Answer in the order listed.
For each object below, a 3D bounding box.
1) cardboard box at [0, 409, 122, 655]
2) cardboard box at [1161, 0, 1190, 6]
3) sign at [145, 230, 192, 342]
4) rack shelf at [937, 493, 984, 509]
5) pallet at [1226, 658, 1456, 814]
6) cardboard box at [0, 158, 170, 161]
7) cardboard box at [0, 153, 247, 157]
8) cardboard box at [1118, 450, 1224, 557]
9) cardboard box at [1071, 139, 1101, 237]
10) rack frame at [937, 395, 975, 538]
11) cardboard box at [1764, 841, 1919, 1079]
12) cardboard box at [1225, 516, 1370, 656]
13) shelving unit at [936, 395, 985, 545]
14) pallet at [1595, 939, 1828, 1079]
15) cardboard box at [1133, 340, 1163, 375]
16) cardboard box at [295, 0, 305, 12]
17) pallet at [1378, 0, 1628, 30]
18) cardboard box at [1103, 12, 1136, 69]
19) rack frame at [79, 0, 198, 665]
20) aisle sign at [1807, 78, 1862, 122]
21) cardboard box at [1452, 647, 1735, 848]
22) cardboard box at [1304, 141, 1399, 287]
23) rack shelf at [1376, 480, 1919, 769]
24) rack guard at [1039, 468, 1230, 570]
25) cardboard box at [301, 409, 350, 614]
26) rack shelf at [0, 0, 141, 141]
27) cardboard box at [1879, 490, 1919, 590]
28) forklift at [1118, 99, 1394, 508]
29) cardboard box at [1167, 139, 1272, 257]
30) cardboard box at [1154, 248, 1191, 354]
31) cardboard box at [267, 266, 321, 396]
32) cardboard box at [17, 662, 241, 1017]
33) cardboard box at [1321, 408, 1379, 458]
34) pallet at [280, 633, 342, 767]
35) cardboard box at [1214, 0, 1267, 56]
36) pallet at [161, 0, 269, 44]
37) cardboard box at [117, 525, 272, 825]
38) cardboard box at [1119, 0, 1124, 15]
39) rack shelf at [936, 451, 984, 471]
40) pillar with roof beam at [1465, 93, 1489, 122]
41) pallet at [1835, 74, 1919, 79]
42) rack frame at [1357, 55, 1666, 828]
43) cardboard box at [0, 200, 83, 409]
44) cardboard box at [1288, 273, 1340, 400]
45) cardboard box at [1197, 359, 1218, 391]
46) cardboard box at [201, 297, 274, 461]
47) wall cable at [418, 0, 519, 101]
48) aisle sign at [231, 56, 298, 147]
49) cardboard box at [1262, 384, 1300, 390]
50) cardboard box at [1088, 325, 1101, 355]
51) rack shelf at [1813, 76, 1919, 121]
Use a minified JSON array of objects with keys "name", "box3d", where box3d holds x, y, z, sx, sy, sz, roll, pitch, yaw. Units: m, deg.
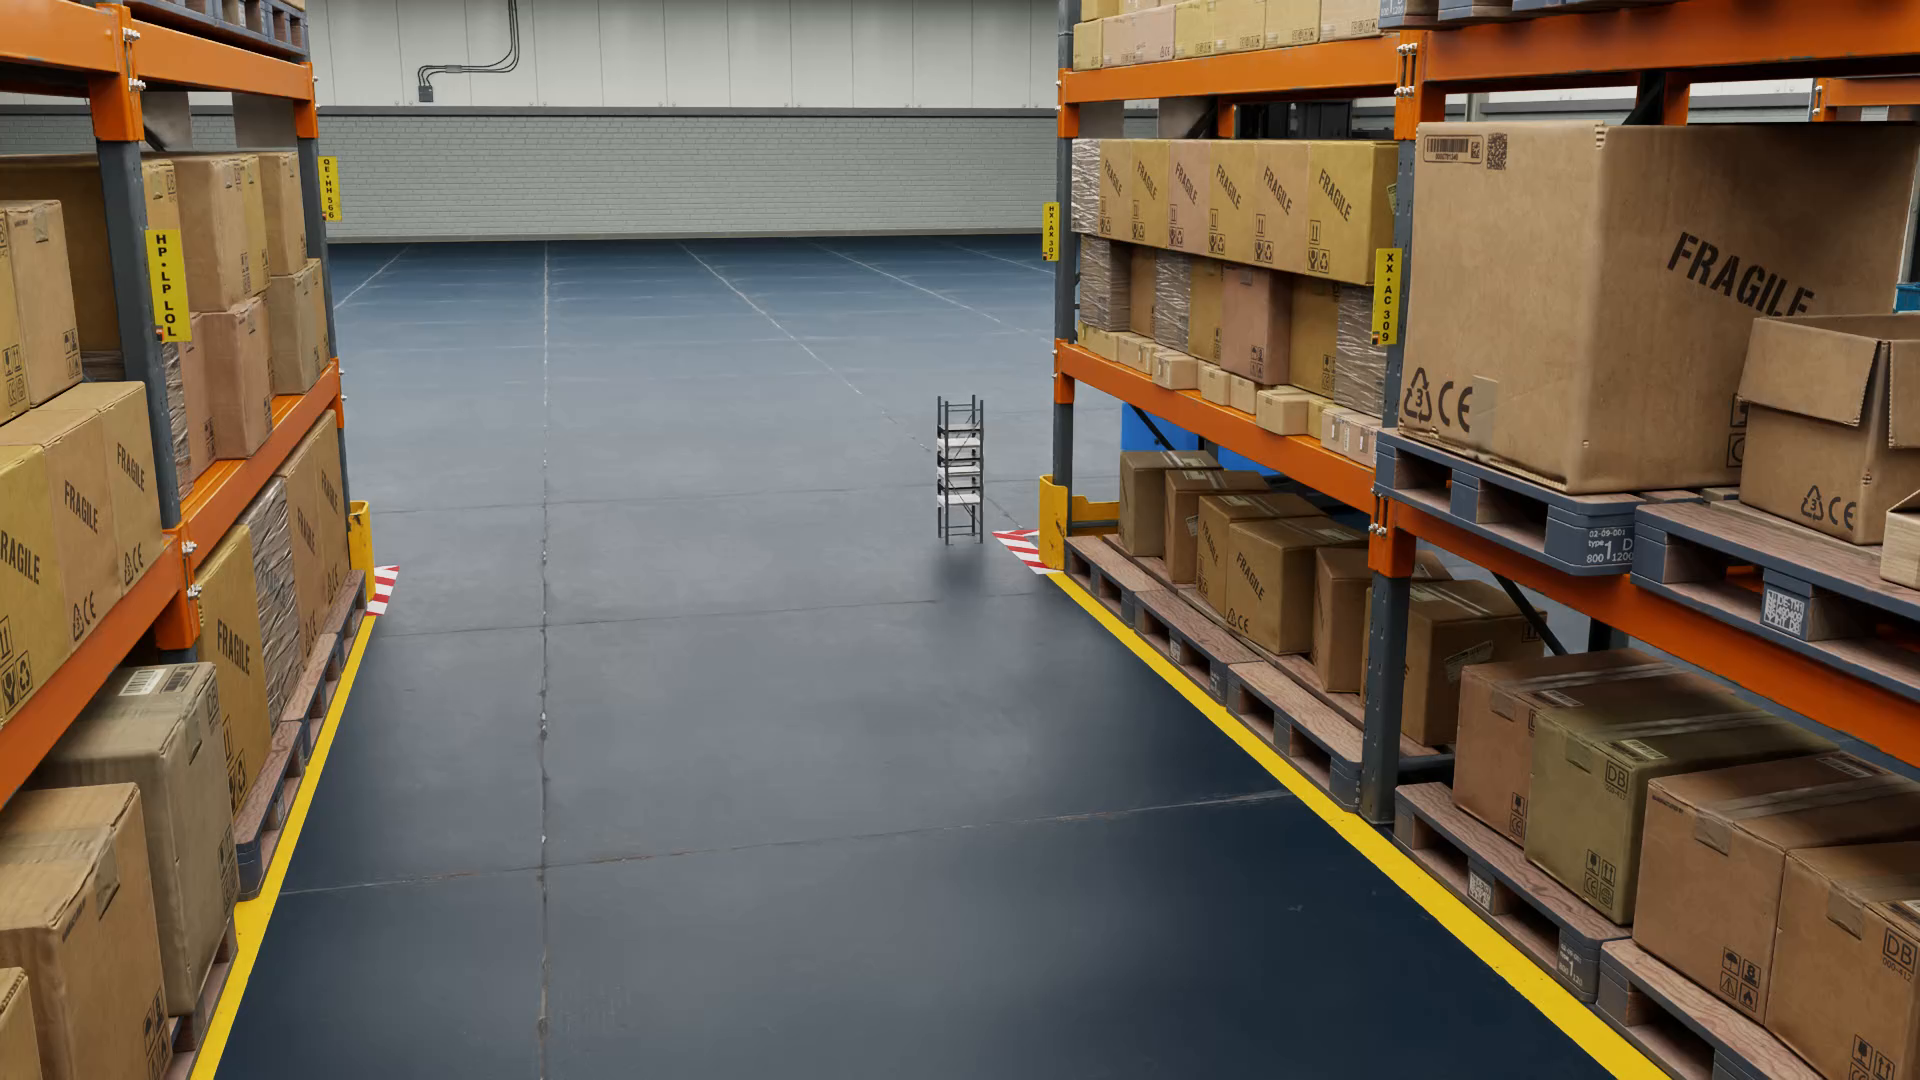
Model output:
[{"name":"cardboard box","box3d":[-2.356,-0.017,3.965,0.500,0.500,0.500,-3,14,-14]},{"name":"cardboard box","box3d":[1.161,-2.566,7.764,0.380,0.149,0.250,-4,14,-16]},{"name":"sign","box3d":[-2.332,-0.747,4.890,0.100,0.325,0.005,-3,14,-13]},{"name":"rack shelf","box3d":[0.002,-0.228,10.363,0.258,0.077,0.200,-3,14,-13]},{"name":"pallet","box3d":[1.796,0.758,6.879,1.003,0.211,1.213,-3,14,-13]},{"name":"cardboard box","box3d":[-3.152,-0.995,5.588,0.875,0.550,0.550,-3,14,-13]},{"name":"cardboard box","box3d":[-3.528,-1.364,7.099,0.875,0.550,0.550,-3,14,-13]},{"name":"cardboard box","box3d":[1.179,-0.211,9.352,0.500,0.500,0.500,-1,14,-3]},{"name":"cardboard box","box3d":[0.913,-1.903,8.951,0.500,0.500,0.500,-3,14,-13]},{"name":"rack frame","box3d":[-0.022,-0.459,10.409,0.240,0.900,0.006,-3,14,-13]},{"name":"cardboard box","box3d":[2.468,1.069,4.072,0.700,0.500,0.500,-2,14,-8]},{"name":"cardboard box","box3d":[1.569,0.202,7.663,0.500,0.500,0.500,-5,14,-18]},{"name":"shelving unit","box3d":[0.002,-0.435,10.313,0.258,0.900,0.210,-3,14,-13]},{"name":"pallet","box3d":[2.463,1.373,4.363,1.003,0.211,1.213,-3,14,-13]},{"name":"cardboard box","box3d":[1.099,-0.933,8.456,0.380,0.149,0.250,-3,14,-13]},{"name":"cardboard box","box3d":[-3.389,-2.643,8.038,0.380,0.149,0.250,-3,14,-13]},{"name":"pallet","box3d":[2.030,-1.661,4.981,1.213,0.211,1.003,-3,14,-13]},{"name":"cardboard box","box3d":[1.038,-2.506,8.361,0.500,0.250,0.500,-4,14,-14]},{"name":"rack frame","box3d":[-2.857,-0.190,4.885,1.000,3.000,0.127,-3,14,-13]},{"name":"aisle sign","box3d":[5.562,-2.905,10.521,0.394,0.787,0.004,-3,14,-13]},{"name":"cardboard box","box3d":[2.112,0.700,5.581,0.700,0.500,0.500,-4,14,-18]},{"name":"cardboard box","box3d":[1.615,-1.211,6.118,0.500,0.500,0.500,-3,14,-13]},{"name":"rack shelf","box3d":[2.458,0.367,4.118,1.077,0.370,4.000,-3,14,-13]},{"name":"rack guard","box3d":[1.067,-0.134,9.924,1.175,0.500,0.348,-3,14,-13]},{"name":"cardboard box","box3d":[-3.573,-0.132,8.240,0.875,0.875,0.875,-3,14,-13]},{"name":"rack shelf","box3d":[-2.387,-0.837,2.726,1.077,0.370,4.000,-3,14,-13]},{"name":"cardboard box","box3d":[2.274,-0.029,3.624,0.396,0.266,0.258,-4,14,-15]},{"name":"forklift","box3d":[2.658,-1.740,11.372,3.031,2.935,1.130,-6,15,-23]},{"name":"cardboard box","box3d":[1.266,-1.557,7.535,0.500,0.500,0.500,-3,14,-13]},{"name":"cardboard box","box3d":[1.461,-1.204,8.199,0.875,0.500,0.500,-3,14,-13]},{"name":"cardboard box","box3d":[-3.515,-0.977,7.790,0.875,0.550,0.550,-3,14,-13]},{"name":"cardboard box","box3d":[-2.623,0.837,4.537,1.050,0.750,0.750,-3,14,-13]},{"name":"cardboard box","box3d":[1.603,-0.413,6.326,0.380,0.149,0.250,-3,14,-13]},{"name":"pallet","box3d":[-3.249,0.703,7.106,1.003,0.211,1.213,-3,14,-13]},{"name":"cardboard box","box3d":[1.390,-2.157,6.930,0.500,0.250,0.500,-3,14,-14]},{"name":"pallet","box3d":[-3.322,-2.075,6.465,1.003,0.211,1.213,-3,14,-13]},{"name":"cardboard box","box3d":[-2.936,0.489,5.698,0.875,0.875,0.875,-3,14,-12]},{"name":"cardboard box","box3d":[1.035,-2.751,8.523,0.380,0.149,0.250,-4,14,-14]},{"name":"rack shelf","box3d":[0.002,-0.490,10.299,0.258,0.077,0.200,-3,14,-13]},{"name":"pillar with roof beam","box3d":[6.677,-10.292,33.593,9.100,9.000,0.400,-3,14,-13]},{"name":"pallet","box3d":[5.963,-2.811,9.692,1.003,0.211,1.213,-3,14,-13]},{"name":"rack frame","box3d":[1.988,-0.443,5.922,1.000,3.000,0.127,-3,14,-13]},{"name":"cardboard box","box3d":[-2.734,-0.610,4.287,0.700,0.500,0.500,-4,14,-14]},{"name":"cardboard box","box3d":[1.860,-0.861,6.794,0.875,0.500,0.500,-3,14,-13]},{"name":"cardboard box","box3d":[1.330,-0.763,7.761,0.380,0.149,0.250,-3,14,-13]},{"name":"cardboard box","box3d":[-3.119,-0.604,6.264,0.875,0.550,0.550,-3,14,-13]},{"name":"wall cable","box3d":[-11.341,-13.091,37.885,2.305,6.003,0.169,-3,14,-13]},{"name":"aisle sign","box3d":[-3.521,-2.409,8.489,0.394,0.787,0.004,-3,14,-13]},{"name":"cardboard box","box3d":[1.505,-0.590,7.052,0.380,0.149,0.250,-3,14,-13]},{"name":"cardboard box","box3d":[0.924,-1.106,9.164,0.380,0.149,0.250,-3,14,-13]},{"name":"rack shelf","box3d":[6.333,-2.289,8.669,1.077,0.370,4.000,-3,14,-13]}]
